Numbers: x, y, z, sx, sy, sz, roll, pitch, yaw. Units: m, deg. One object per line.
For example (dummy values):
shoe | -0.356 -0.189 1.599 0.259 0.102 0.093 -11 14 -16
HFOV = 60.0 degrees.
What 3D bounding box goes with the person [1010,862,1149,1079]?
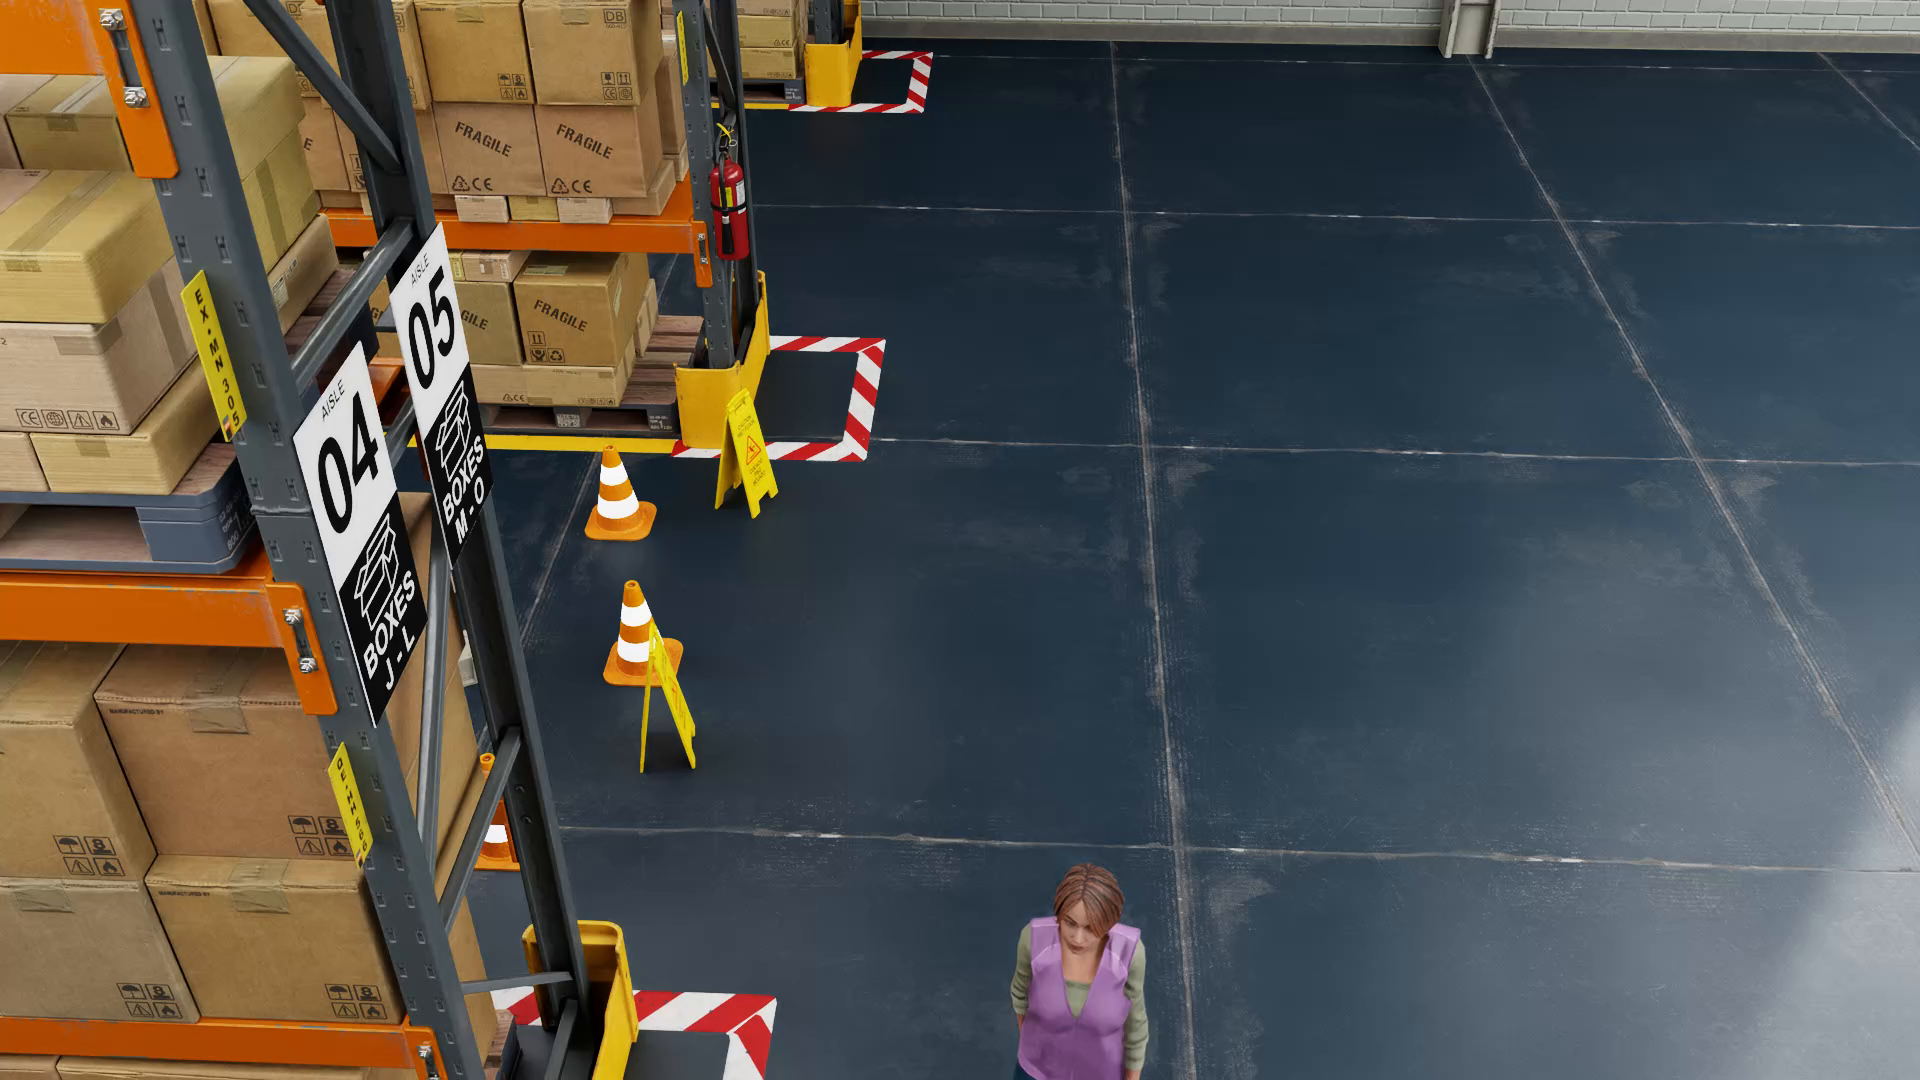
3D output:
person | 0.345 1.573 4.966 0.406 1.633 0.485 3 36 4
